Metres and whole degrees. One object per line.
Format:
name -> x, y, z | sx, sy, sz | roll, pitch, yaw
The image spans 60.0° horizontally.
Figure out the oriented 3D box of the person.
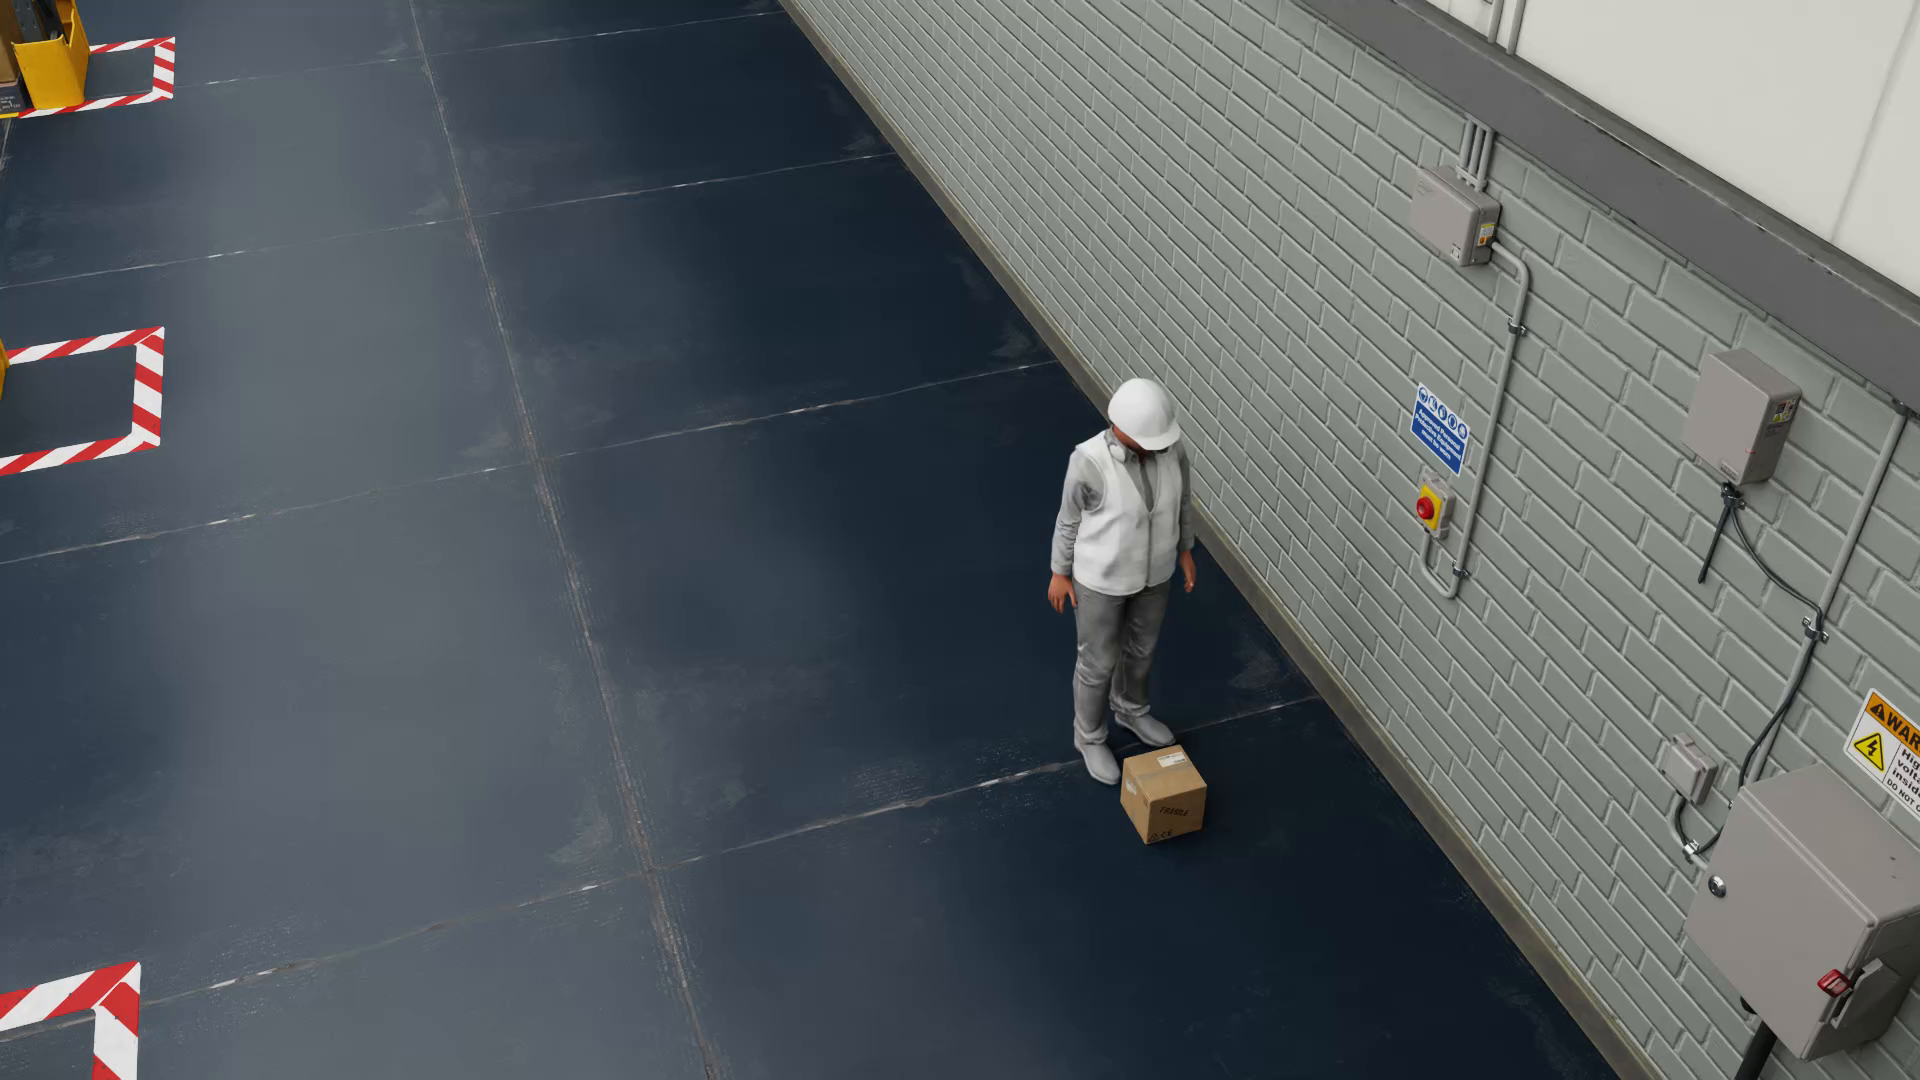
person -> 0.679, 0.145, 6.556 | 0.598, 1.791, 0.448 | -19, 41, -23
